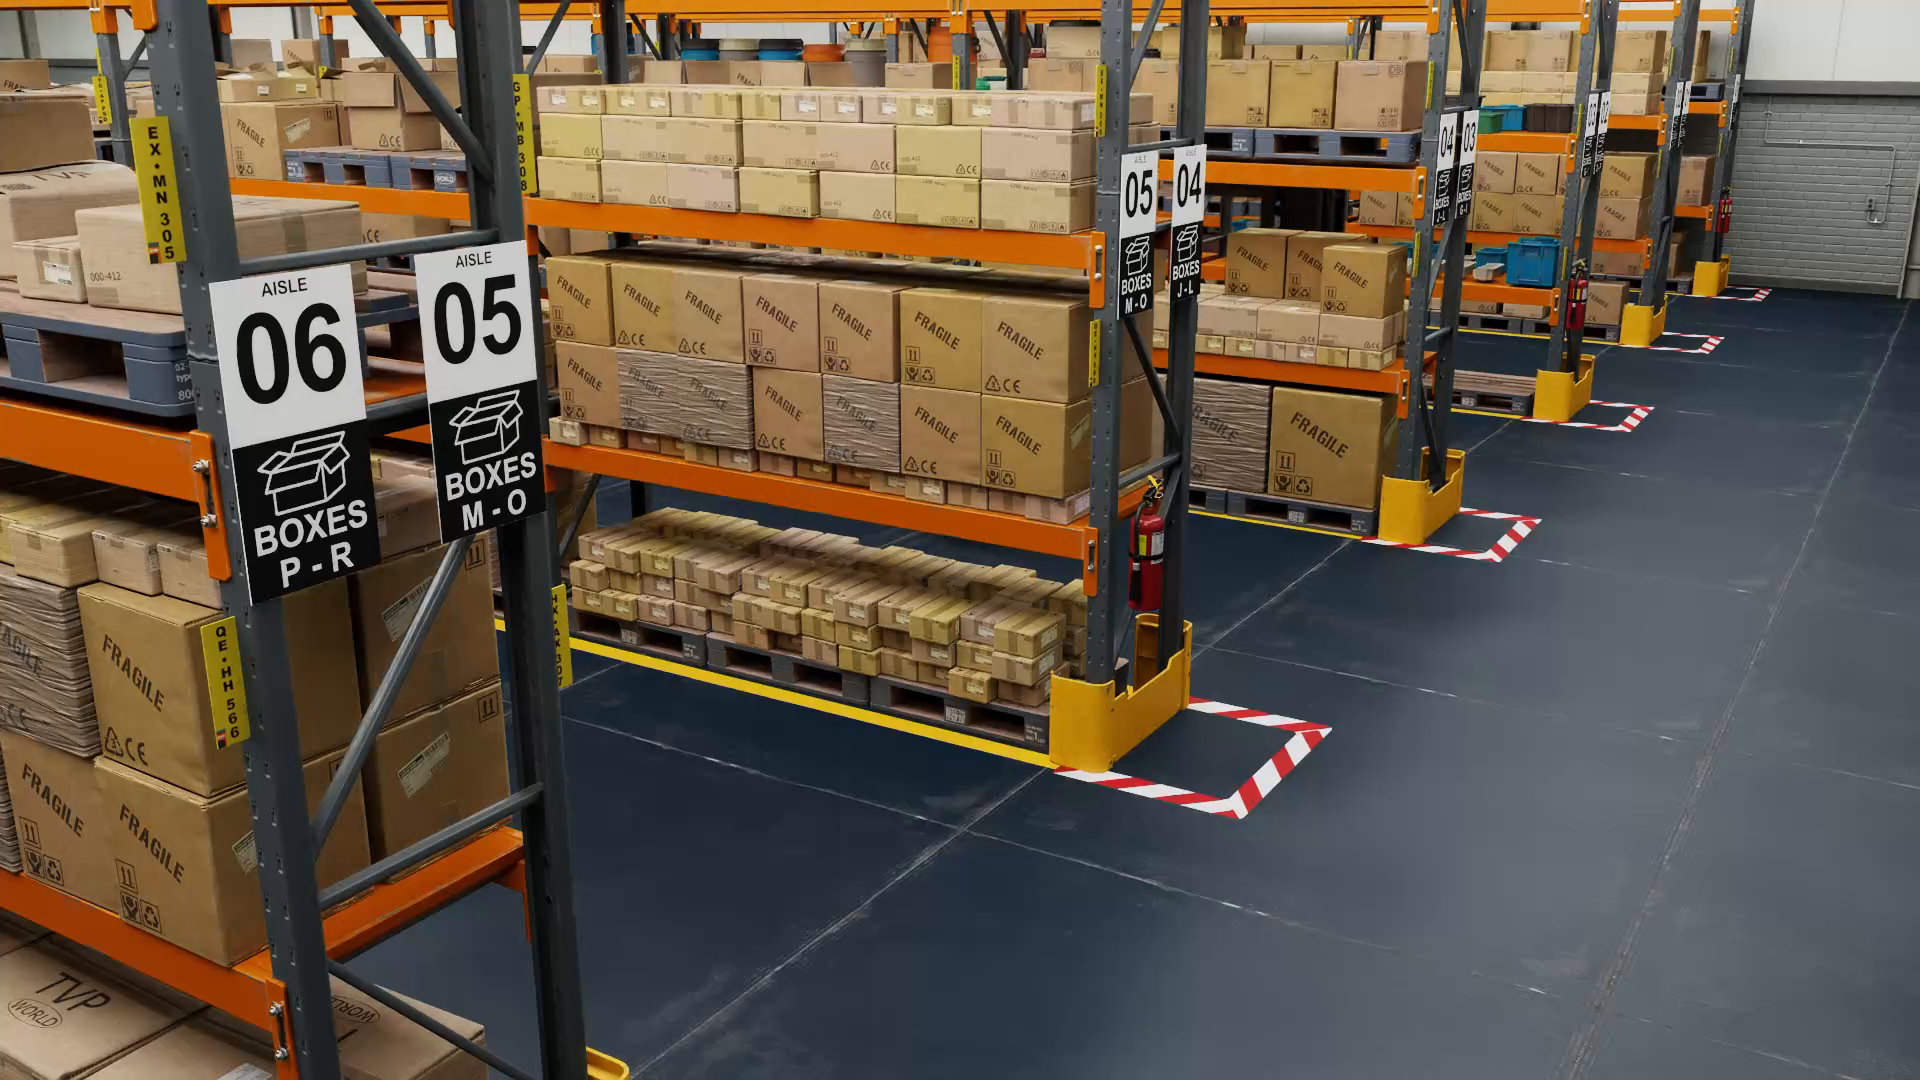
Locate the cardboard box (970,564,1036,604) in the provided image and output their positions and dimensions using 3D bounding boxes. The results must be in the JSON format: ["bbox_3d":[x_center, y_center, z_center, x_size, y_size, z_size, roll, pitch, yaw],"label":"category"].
[{"bbox_3d":[0.259,0.282,9.949,0.250,0.149,0.380,10,20,30],"label":"cardboard box"}]

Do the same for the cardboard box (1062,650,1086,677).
[{"bbox_3d":[0.694,0.654,9.749,0.250,0.149,0.380,11,20,31],"label":"cardboard box"}]

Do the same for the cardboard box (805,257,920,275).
[{"bbox_3d":[-0.572,-1.389,9.889,0.500,0.500,0.500,9,19,28],"label":"cardboard box"}]

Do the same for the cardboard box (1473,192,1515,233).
[{"bbox_3d":[7.023,-4.296,21.693,0.500,0.500,0.500,10,19,29],"label":"cardboard box"}]

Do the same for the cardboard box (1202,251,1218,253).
[{"bbox_3d":[3.836,-4.006,24.452,0.500,0.500,0.500,9,19,28],"label":"cardboard box"}]

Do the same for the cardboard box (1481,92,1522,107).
[{"bbox_3d":[6.996,-5.624,21.332,0.500,0.250,0.500,10,20,30],"label":"cardboard box"}]

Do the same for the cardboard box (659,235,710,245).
[{"bbox_3d":[-2.548,-3.192,16.332,0.637,0.503,0.797,11,20,32],"label":"cardboard box"}]

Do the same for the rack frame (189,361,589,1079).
[{"bbox_3d":[-1.531,0.891,4.786,0.127,3.000,1.000,10,20,30],"label":"rack frame"}]

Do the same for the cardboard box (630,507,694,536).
[{"bbox_3d":[-1.996,-0.090,11.176,0.250,0.149,0.380,11,20,32],"label":"cardboard box"}]

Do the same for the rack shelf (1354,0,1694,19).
[{"bbox_3d":[7.138,-6.845,21.176,4.000,0.370,1.077,10,20,30],"label":"rack shelf"}]

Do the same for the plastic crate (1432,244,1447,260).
[{"bbox_3d":[5.087,-3.058,17.971,0.300,0.233,0.416,10,20,30],"label":"plastic crate"}]

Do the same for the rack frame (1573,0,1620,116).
[{"bbox_3d":[6.247,-5.660,16.032,0.127,3.000,1.000,10,20,30],"label":"rack frame"}]

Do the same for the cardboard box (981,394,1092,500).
[{"bbox_3d":[0.455,-0.545,8.830,0.500,0.500,0.500,11,20,31],"label":"cardboard box"}]

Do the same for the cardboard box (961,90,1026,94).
[{"bbox_3d":[0.209,-2.389,9.136,0.250,0.149,0.380,10,20,31],"label":"cardboard box"}]

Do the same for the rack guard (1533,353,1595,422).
[{"bbox_3d":[6.274,-1.593,17.266,0.348,0.500,1.175,10,20,30],"label":"rack guard"}]

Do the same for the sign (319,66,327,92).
[{"bbox_3d":[-6.848,-4.935,17.918,0.005,0.325,0.100,10,20,30],"label":"sign"}]

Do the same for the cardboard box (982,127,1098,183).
[{"bbox_3d":[0.447,-1.960,8.409,0.500,0.250,0.500,9,19,28],"label":"cardboard box"}]

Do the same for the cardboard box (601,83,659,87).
[{"bbox_3d":[-2.026,-2.772,10.397,0.250,0.149,0.380,9,19,28],"label":"cardboard box"}]

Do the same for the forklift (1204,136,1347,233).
[{"bbox_3d":[2.843,-2.465,15.955,3.031,2.935,1.130,9,19,28],"label":"forklift"}]

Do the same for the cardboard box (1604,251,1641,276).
[{"bbox_3d":[10.356,-4.406,25.804,0.500,0.500,0.700,10,20,30],"label":"cardboard box"}]

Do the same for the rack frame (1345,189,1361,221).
[{"bbox_3d":[5.434,-4.624,22.944,0.127,3.000,1.000,10,20,30],"label":"rack frame"}]

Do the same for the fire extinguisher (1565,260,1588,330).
[{"bbox_3d":[6.138,-2.439,16.524,0.183,0.674,0.296,10,20,30],"label":"fire extinguisher"}]

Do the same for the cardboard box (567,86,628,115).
[{"bbox_3d":[-2.100,-2.598,9.824,0.250,0.149,0.380,9,19,28],"label":"cardboard box"}]

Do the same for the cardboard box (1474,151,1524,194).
[{"bbox_3d":[7.006,-4.774,21.545,0.500,0.500,0.500,11,20,32],"label":"cardboard box"}]

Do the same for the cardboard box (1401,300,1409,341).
[{"bbox_3d":[3.387,-1.773,13.305,0.500,0.250,0.500,10,19,29],"label":"cardboard box"}]

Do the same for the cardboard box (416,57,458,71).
[{"bbox_3d":[-5.419,-4.835,17.576,0.637,0.503,0.797,11,20,32],"label":"cardboard box"}]

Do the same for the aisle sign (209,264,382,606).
[{"bbox_3d":[-1.632,-0.265,4.119,0.004,0.787,0.394,10,20,30],"label":"aisle sign"}]

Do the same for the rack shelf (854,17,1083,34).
[{"bbox_3d":[0.321,-7.872,25.239,4.000,0.370,1.077,10,20,30],"label":"rack shelf"}]

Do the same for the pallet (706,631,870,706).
[{"bbox_3d":[-0.801,0.655,10.363,1.213,0.211,1.003,10,20,30],"label":"pallet"}]

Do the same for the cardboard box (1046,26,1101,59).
[{"bbox_3d":[1.044,-4.117,13.758,0.500,0.250,0.500,9,19,27],"label":"cardboard box"}]

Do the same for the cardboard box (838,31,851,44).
[{"bbox_3d":[-2.001,-9.529,32.004,0.500,0.500,0.500,9,19,26],"label":"cardboard box"}]

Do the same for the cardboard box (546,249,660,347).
[{"bbox_3d":[-2.179,-1.498,10.248,0.500,0.500,0.500,11,20,31],"label":"cardboard box"}]

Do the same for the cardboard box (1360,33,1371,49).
[{"bbox_3d":[6.864,-8.151,27.173,0.500,0.250,0.500,9,19,28],"label":"cardboard box"}]

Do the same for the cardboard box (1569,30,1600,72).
[{"bbox_3d":[8.014,-6.149,20.909,0.500,0.500,0.700,10,20,30],"label":"cardboard box"}]

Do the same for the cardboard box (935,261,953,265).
[{"bbox_3d":[-0.295,-2.223,14.866,0.500,0.500,0.500,10,20,30],"label":"cardboard box"}]

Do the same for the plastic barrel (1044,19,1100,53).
[{"bbox_3d":[1.304,-5.496,19.067,0.708,0.901,0.600,10,20,30],"label":"plastic barrel"}]

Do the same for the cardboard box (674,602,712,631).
[{"bbox_3d":[-1.585,0.431,10.483,0.250,0.149,0.380,10,19,29],"label":"cardboard box"}]

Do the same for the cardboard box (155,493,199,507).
[{"bbox_3d":[-2.345,-0.194,5.349,0.250,0.149,0.380,9,19,28],"label":"cardboard box"}]

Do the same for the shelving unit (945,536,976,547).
[{"bbox_3d":[0.046,-0.494,12.702,0.252,1.050,0.215,10,20,30],"label":"shelving unit"}]

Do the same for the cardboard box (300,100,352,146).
[{"bbox_3d":[-4.368,-2.876,11.856,0.500,0.500,0.500,10,20,30],"label":"cardboard box"}]

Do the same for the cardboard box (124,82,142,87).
[{"bbox_3d":[-9.865,-5.452,20.079,0.250,0.149,0.380,10,20,30],"label":"cardboard box"}]

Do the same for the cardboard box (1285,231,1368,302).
[{"bbox_3d":[2.961,-2.208,13.446,0.500,0.500,0.500,10,19,29],"label":"cardboard box"}]

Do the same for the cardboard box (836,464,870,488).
[{"bbox_3d":[-0.504,-0.427,9.559,0.250,0.149,0.380,9,19,28],"label":"cardboard box"}]

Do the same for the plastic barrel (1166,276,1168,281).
[{"bbox_3d":[2.384,-2.682,19.438,0.708,0.901,0.600,10,20,30],"label":"plastic barrel"}]

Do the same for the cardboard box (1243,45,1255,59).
[{"bbox_3d":[3.905,-6.653,23.396,0.600,0.600,0.600,9,19,28],"label":"cardboard box"}]

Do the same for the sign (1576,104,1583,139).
[{"bbox_3d":[5.973,-4.036,16.027,0.005,0.325,0.100,10,20,30],"label":"sign"}]

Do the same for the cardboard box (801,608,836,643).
[{"bbox_3d":[-0.727,0.463,9.865,0.250,0.149,0.380,11,20,33],"label":"cardboard box"}]

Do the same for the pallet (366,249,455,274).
[{"bbox_3d":[-5.995,-3.144,18.401,1.213,0.211,1.003,10,20,30],"label":"pallet"}]

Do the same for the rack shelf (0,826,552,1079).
[{"bbox_3d":[-3.236,0.931,5.892,4.000,0.370,1.077,10,20,30],"label":"rack shelf"}]

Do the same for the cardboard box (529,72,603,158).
[{"bbox_3d":[-2.701,-2.727,10.643,0.500,0.500,0.700,10,20,30],"label":"cardboard box"}]

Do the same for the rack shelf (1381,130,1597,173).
[{"bbox_3d":[4.543,-4.185,17.574,4.000,0.370,1.077,10,20,30],"label":"rack shelf"}]

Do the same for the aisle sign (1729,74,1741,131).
[{"bbox_3d":[11.336,-6.402,24.323,0.004,0.787,0.394,10,20,30],"label":"aisle sign"}]

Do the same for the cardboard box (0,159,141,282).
[{"bbox_3d":[-2.781,-0.990,5.078,0.500,0.311,0.500,11,20,31],"label":"cardboard box"}]

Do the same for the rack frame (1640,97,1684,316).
[{"bbox_3d":[8.842,-4.016,20.941,0.127,3.000,1.000,10,20,30],"label":"rack frame"}]

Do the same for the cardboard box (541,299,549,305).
[{"bbox_3d":[-2.988,-1.578,11.602,0.250,0.149,0.380,10,20,31],"label":"cardboard box"}]

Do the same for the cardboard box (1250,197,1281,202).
[{"bbox_3d":[4.528,-5.089,23.581,0.500,0.500,0.700,14,22,39],"label":"cardboard box"}]

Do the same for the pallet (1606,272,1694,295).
[{"bbox_3d":[10.709,-4.011,25.724,1.213,0.211,1.003,10,20,30],"label":"pallet"}]

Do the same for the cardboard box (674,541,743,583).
[{"bbox_3d":[-1.571,0.141,10.416,0.250,0.149,0.380,10,19,29],"label":"cardboard box"}]
